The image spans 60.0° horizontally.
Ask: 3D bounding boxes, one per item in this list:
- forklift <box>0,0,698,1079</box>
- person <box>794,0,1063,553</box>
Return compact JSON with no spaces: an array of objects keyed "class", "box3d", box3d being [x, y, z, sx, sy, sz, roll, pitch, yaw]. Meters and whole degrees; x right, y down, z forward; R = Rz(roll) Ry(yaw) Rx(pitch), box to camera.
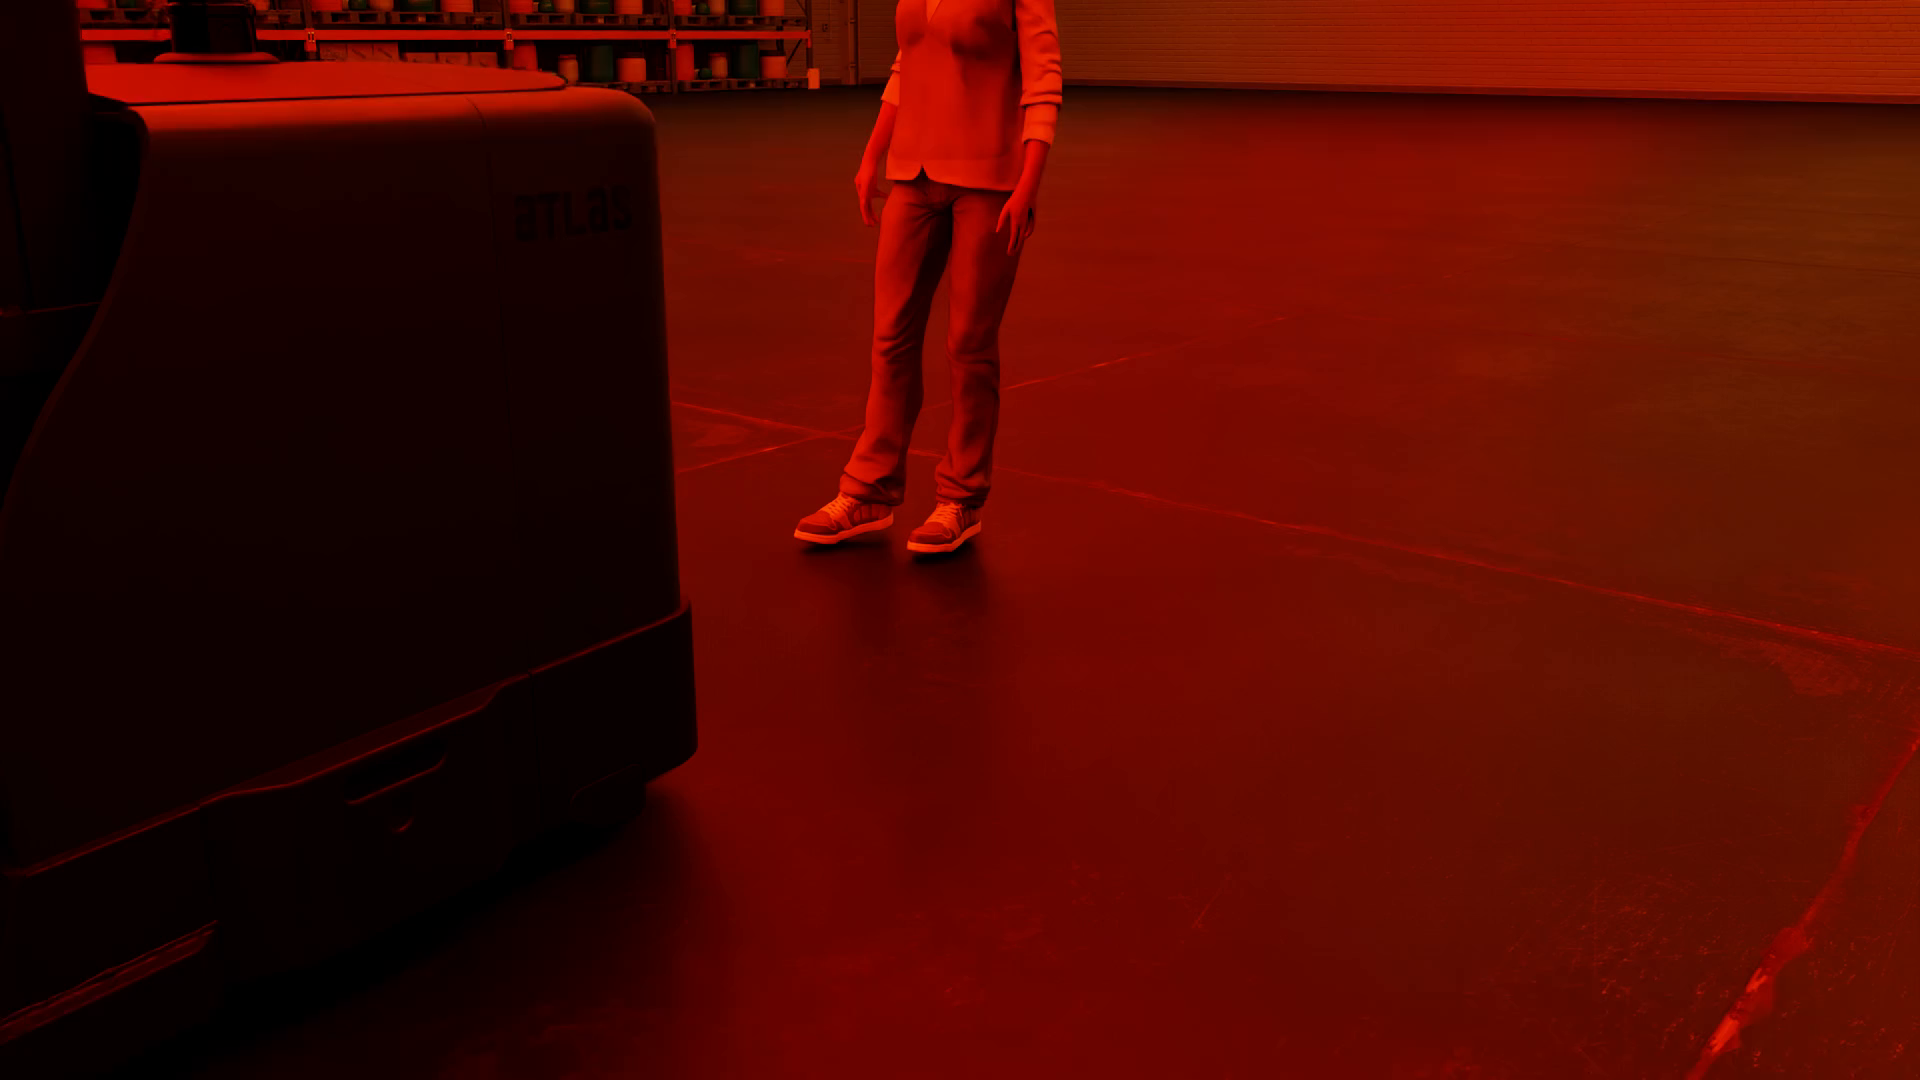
[{"class":"forklift","box3d":[-1.658,-0.735,1.317,1.130,2.935,3.031,11,20,33]},{"class":"person","box3d":[-0.059,-0.757,3.661,0.520,1.599,0.473,13,21,37]}]
